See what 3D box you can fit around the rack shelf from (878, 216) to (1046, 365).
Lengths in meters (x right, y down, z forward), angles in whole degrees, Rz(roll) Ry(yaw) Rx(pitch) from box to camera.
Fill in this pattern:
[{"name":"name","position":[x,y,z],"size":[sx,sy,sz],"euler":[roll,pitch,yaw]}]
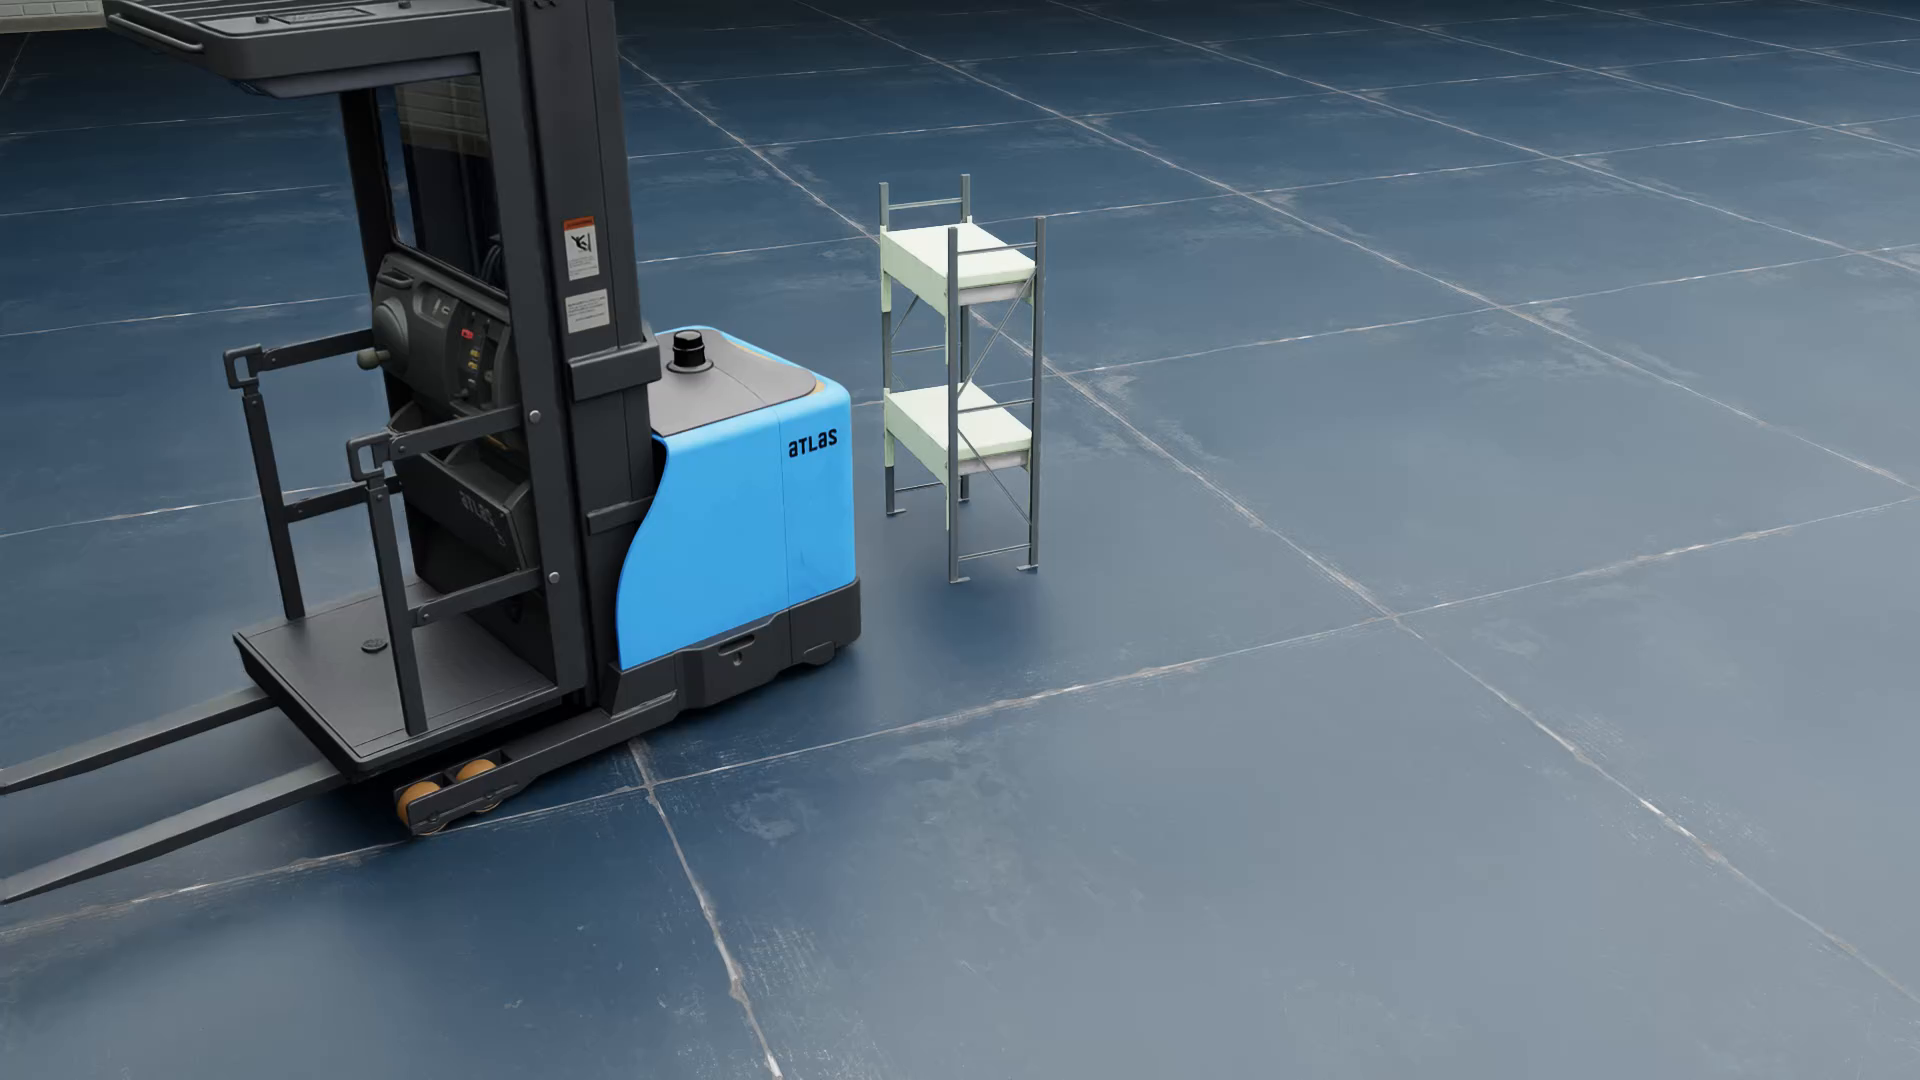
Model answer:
[{"name":"rack shelf","position":[-0.003,-1.027,6.755],"size":[0.431,0.370,0.720],"euler":[-11,28,-21]}]

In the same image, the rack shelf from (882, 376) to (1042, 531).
[{"name":"rack shelf","position":[-0.003,-0.384,7.069],"size":[0.431,0.370,0.720],"euler":[-11,28,-21]}]

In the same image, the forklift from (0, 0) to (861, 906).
[{"name":"forklift","position":[-1.822,-0.633,5.207],"size":[3.031,2.935,1.130],"euler":[-21,33,-36]}]

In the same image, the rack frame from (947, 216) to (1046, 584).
[{"name":"rack frame","position":[0.141,-0.529,6.624],"size":[0.400,1.500,0.023],"euler":[-11,28,-21]}]

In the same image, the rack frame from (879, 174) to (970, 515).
[{"name":"rack frame","position":[-0.146,-0.824,7.229],"size":[0.400,1.500,0.023],"euler":[-11,28,-21]}]

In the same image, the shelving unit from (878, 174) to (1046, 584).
[{"name":"shelving unit","position":[-0.003,-0.677,6.926],"size":[0.431,1.500,0.755],"euler":[-11,28,-21]}]
